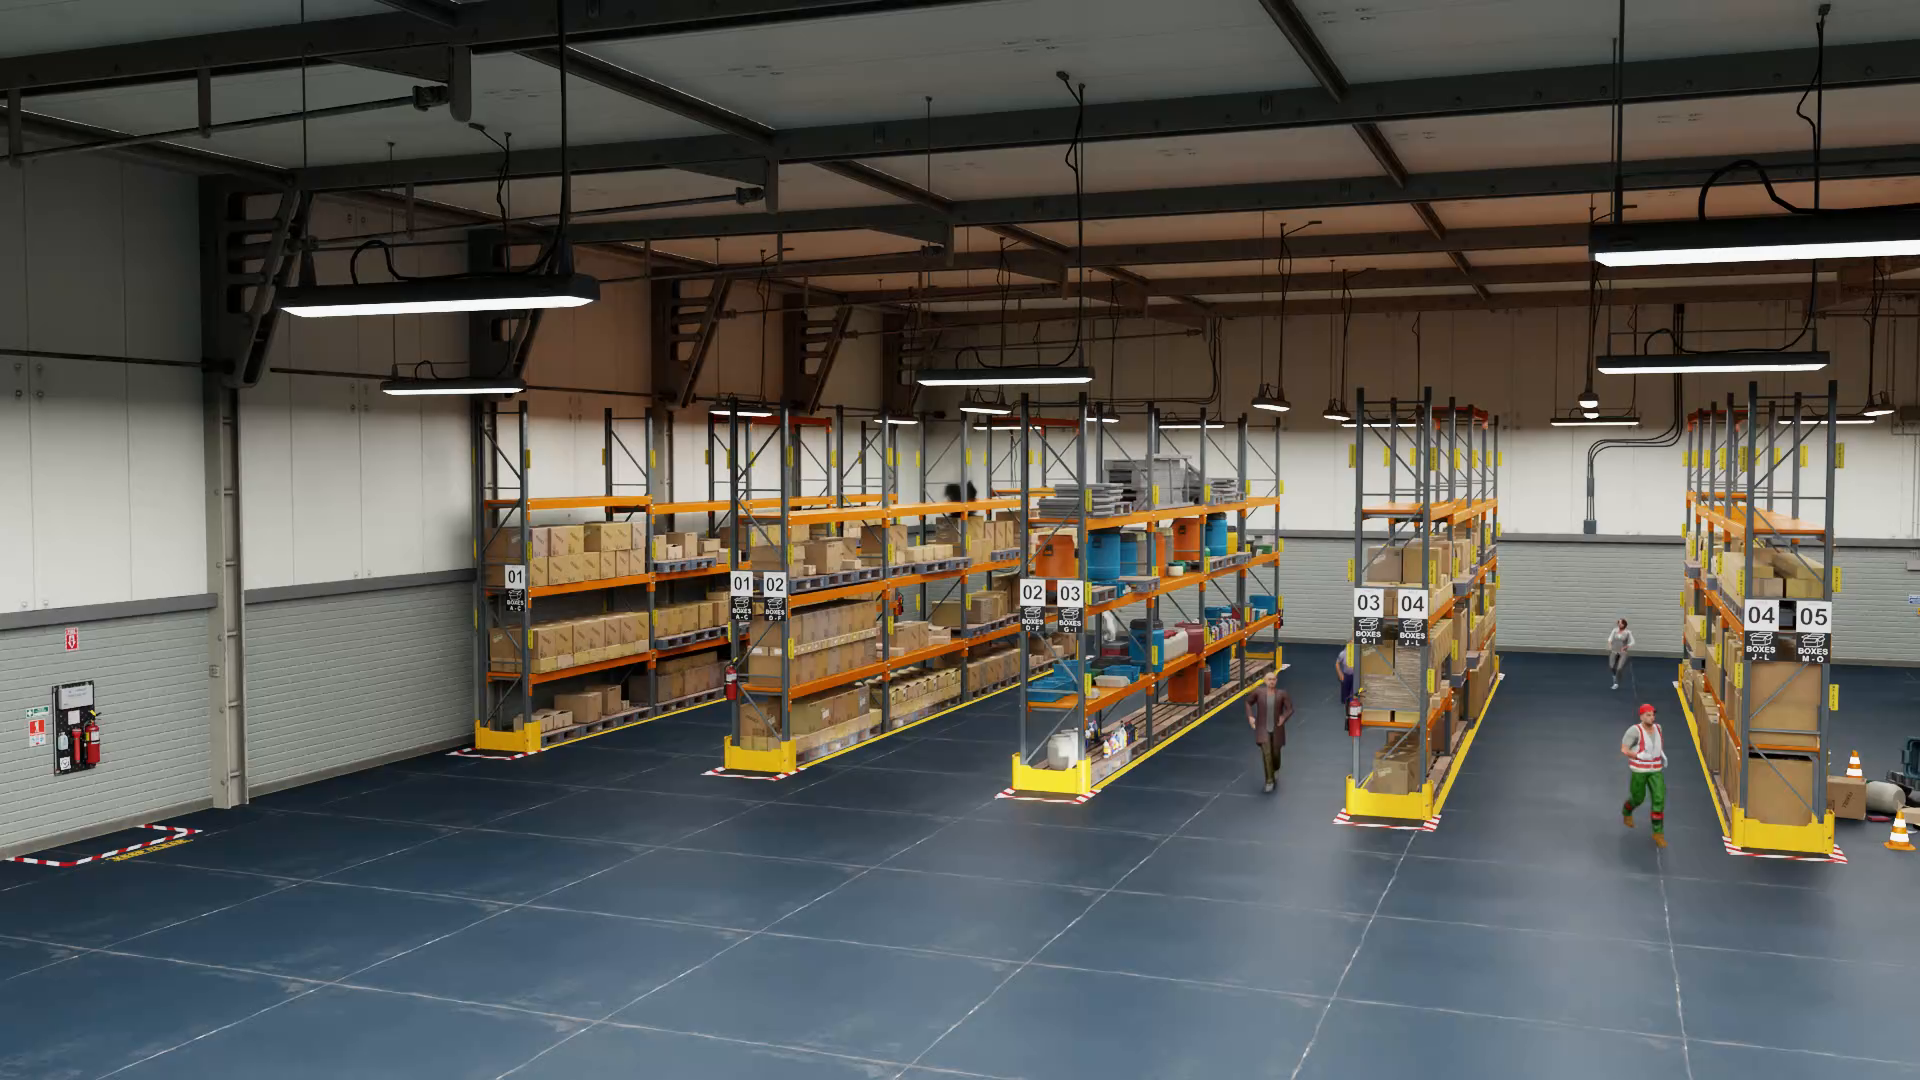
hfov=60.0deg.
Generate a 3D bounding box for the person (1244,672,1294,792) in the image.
[{"bbox_3d":[4.706,2.891,25.322,0.735,1.758,0.922,0,3,6],"label":"person"}]

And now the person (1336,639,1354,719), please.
[{"bbox_3d":[7.461,2.679,31.644,0.610,1.608,0.639,1,3,17],"label":"person"}]

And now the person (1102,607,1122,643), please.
[{"bbox_3d":[3.867,2.041,42.730,0.689,1.794,0.919,-2,3,-32],"label":"person"}]

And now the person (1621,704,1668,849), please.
[{"bbox_3d":[8.984,3.041,21.824,0.691,1.808,1.011,0,3,-9],"label":"person"}]

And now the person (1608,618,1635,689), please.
[{"bbox_3d":[14.388,2.474,36.216,0.568,1.551,0.500,2,3,37],"label":"person"}]
